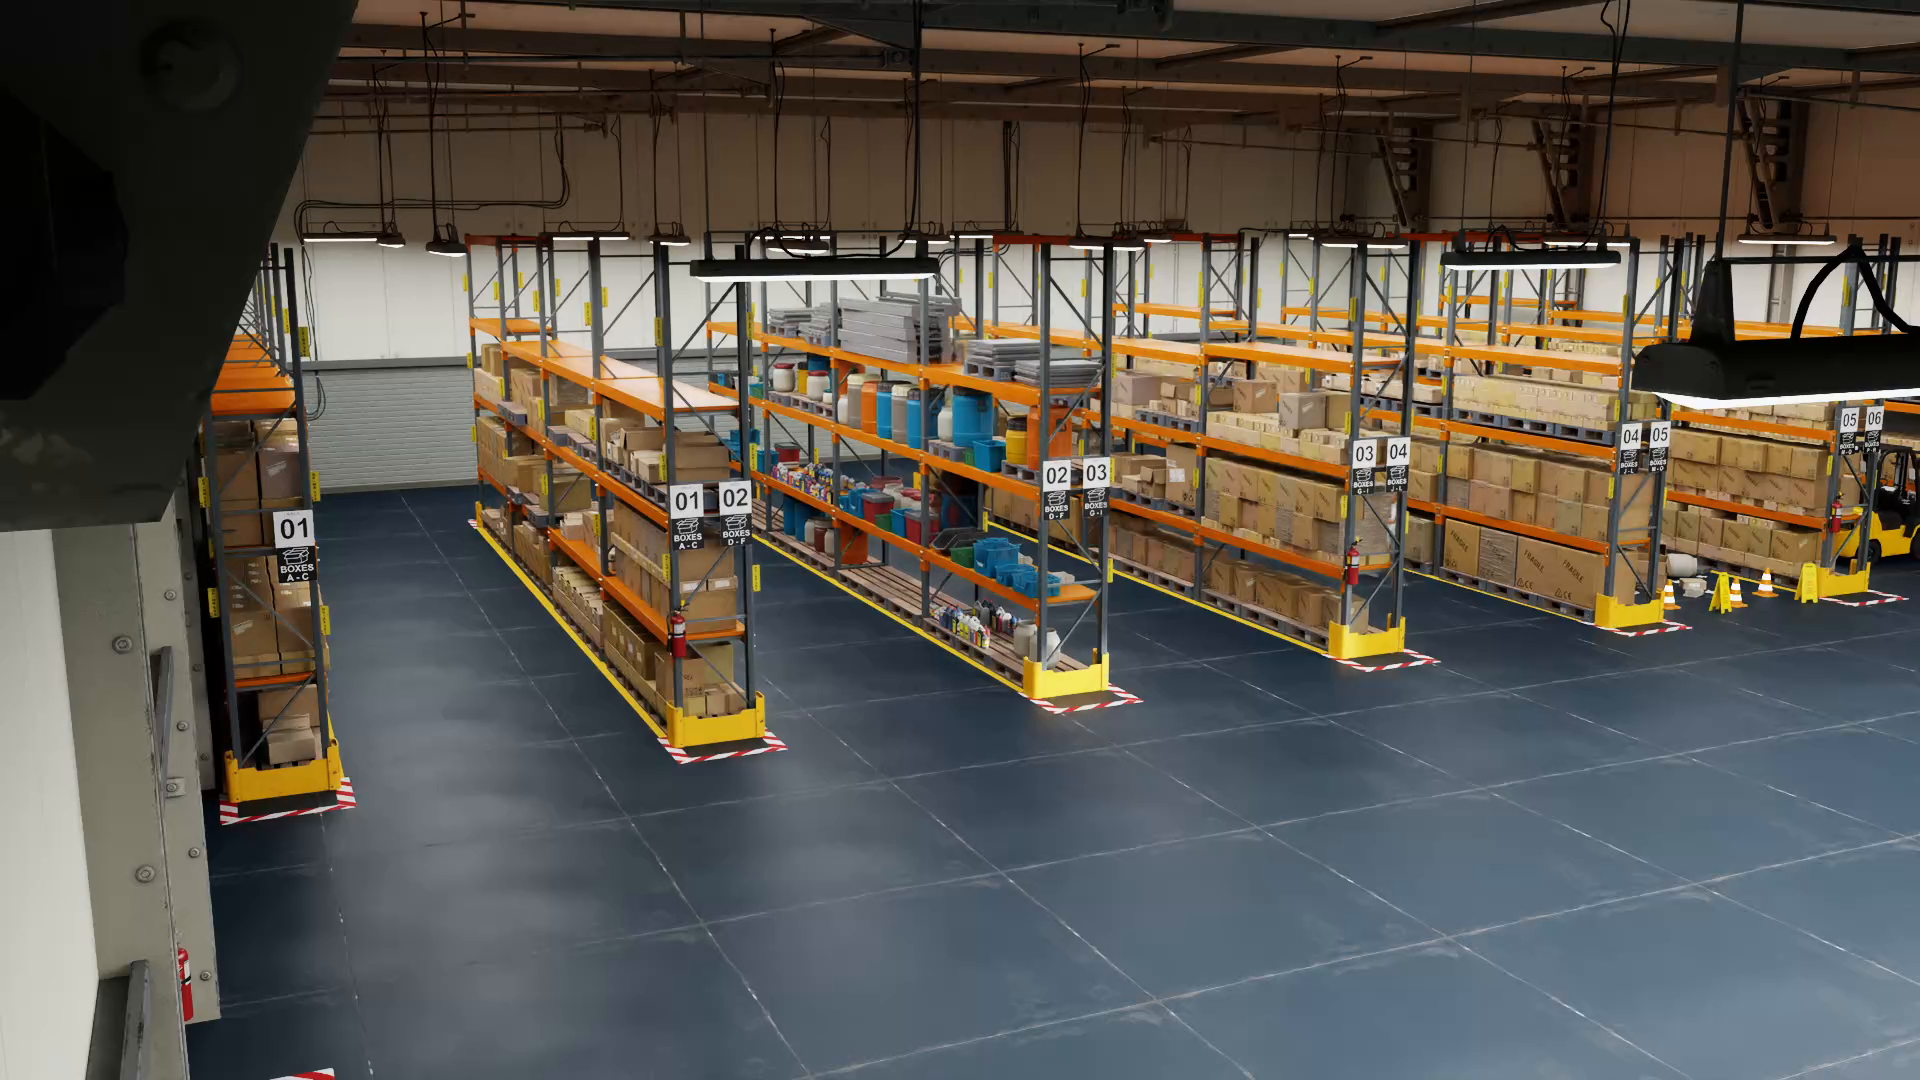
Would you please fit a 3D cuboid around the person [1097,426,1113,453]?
[{"bbox_3d":[3.258,-1.800,38.050,0.601,1.659,0.554,-5,12,-25],"label":"person"}]

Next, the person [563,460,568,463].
[{"bbox_3d":[-8.339,-1.309,35.691,0.763,1.595,0.529,3,11,15],"label":"person"}]

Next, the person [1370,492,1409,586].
[{"bbox_3d":[7.511,-0.081,29.133,0.604,1.678,0.893,-6,12,-28],"label":"person"}]
